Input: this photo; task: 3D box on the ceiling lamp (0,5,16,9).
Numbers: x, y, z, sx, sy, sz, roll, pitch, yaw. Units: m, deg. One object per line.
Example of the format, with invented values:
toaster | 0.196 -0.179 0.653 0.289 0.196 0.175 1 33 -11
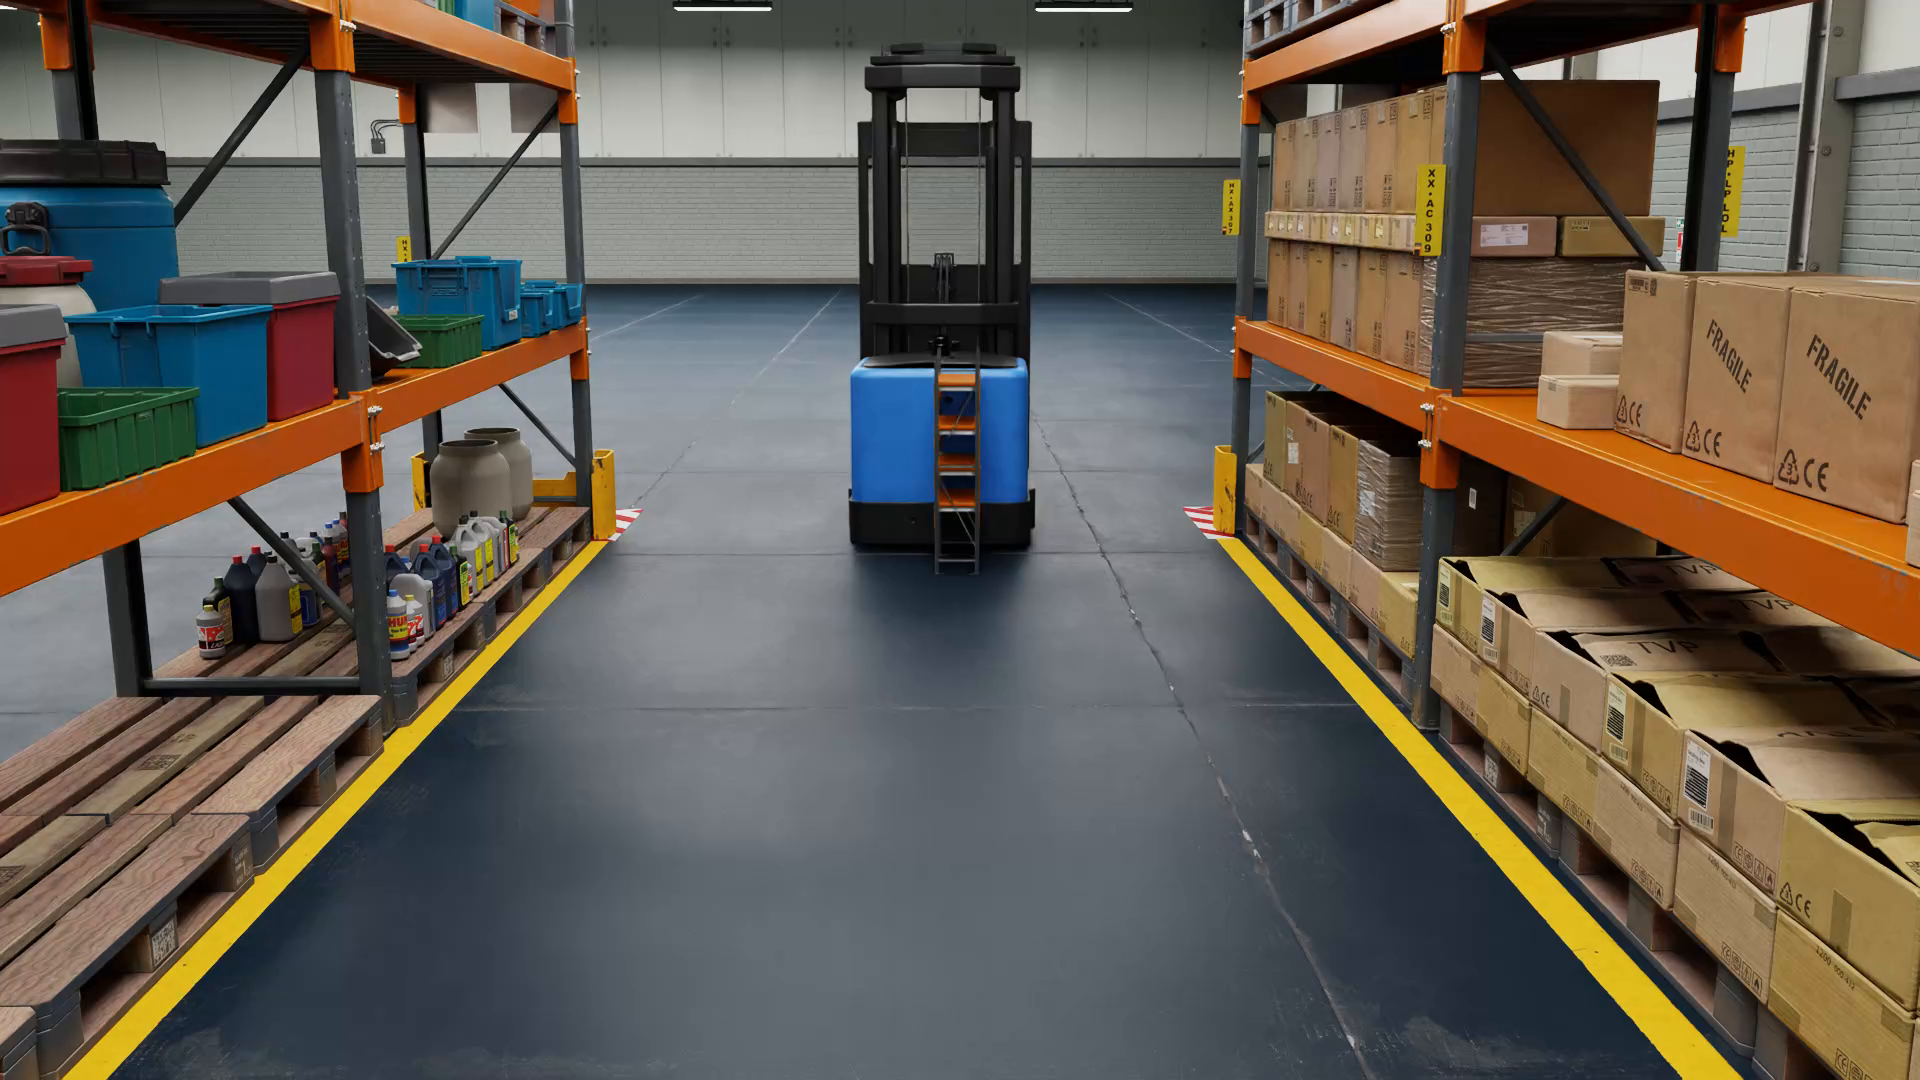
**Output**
ceiling lamp | -19.267 -12.309 33.420 2.000 3.185 0.800 0 11 -1

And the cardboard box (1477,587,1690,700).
cardboard box | 2.033 0.307 5.450 0.500 0.311 0.500 0 11 -2

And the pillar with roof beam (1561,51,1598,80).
pillar with roof beam | 3.466 -6.731 20.604 9.100 9.000 0.400 0 11 -1

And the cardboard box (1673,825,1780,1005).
cardboard box | 2.075 0.888 3.996 0.500 0.250 0.500 0 11 0

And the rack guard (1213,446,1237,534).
rack guard | 2.186 -0.317 10.366 1.175 0.500 0.348 0 11 -1

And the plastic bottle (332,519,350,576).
plastic bottle | -3.033 0.033 8.107 0.097 0.271 0.097 0 11 0

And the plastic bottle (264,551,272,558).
plastic bottle | -3.034 0.195 7.277 0.061 0.283 0.133 1 11 3

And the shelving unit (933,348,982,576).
shelving unit | -0.013 -0.444 9.228 0.258 1.200 0.503 0 11 1

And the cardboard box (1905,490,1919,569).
cardboard box | 2.057 -0.002 3.156 0.380 0.149 0.250 0 11 -1

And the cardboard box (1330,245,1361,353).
cardboard box | 2.218 -1.186 8.110 0.700 0.500 0.500 0 11 1

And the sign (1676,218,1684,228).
sign | 7.964 -3.494 18.314 0.001 0.109 0.331 0 11 -1

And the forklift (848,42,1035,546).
forklift | -1.135 -1.607 8.678 3.137 3.703 7.240 0 11 1

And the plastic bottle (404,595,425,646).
plastic bottle | -2.256 0.327 6.833 0.097 0.201 0.097 0 11 0

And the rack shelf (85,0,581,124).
rack shelf | -2.725 -2.238 7.811 1.077 0.370 4.000 0 11 -1

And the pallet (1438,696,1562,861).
pallet | 2.323 0.770 5.731 1.003 0.211 1.213 0 11 -1

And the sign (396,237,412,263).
sign | -3.316 -1.652 9.963 0.100 0.325 0.005 0 11 -1

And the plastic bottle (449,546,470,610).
plastic bottle | -2.251 0.160 7.452 0.061 0.283 0.133 0 11 1

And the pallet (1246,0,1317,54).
pallet | 2.175 -2.824 9.112 1.003 0.211 1.213 0 11 -1

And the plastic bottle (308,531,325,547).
plastic bottle | -3.027 0.093 7.810 0.097 0.271 0.097 0 11 0

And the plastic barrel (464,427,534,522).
plastic barrel | -2.676 -0.374 9.560 0.421 0.512 0.421 0 11 0

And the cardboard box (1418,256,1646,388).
cardboard box | 2.253 -0.880 6.600 0.700 0.500 0.500 -1 11 -3

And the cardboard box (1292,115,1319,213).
cardboard box | 2.200 -2.015 8.931 0.700 0.500 0.500 -1 11 -3

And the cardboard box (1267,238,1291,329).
cardboard box | 2.183 -1.494 9.627 0.700 0.500 0.500 0 11 -1

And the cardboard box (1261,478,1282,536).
cardboard box | 1.989 -0.189 9.306 0.500 0.250 0.500 0 11 -1

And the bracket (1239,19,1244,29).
bracket | 6.986 -12.643 40.692 0.235 0.232 0.430 0 11 -1

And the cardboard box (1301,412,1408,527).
cardboard box | 2.003 -0.358 8.252 0.500 0.500 0.500 0 11 -1

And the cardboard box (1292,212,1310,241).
cardboard box | 1.994 -1.673 8.881 0.380 0.149 0.250 0 11 -2

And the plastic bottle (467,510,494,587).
plastic bottle | -2.302 0.038 7.881 0.144 0.351 0.185 0 11 1

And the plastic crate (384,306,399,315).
plastic crate | -3.069 -1.210 9.141 0.298 0.136 0.250 0 11 -1

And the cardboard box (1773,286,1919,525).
cardboard box | 2.300 -0.330 3.890 0.500 0.500 0.500 -1 11 -4

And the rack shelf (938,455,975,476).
rack shelf | -0.013 -0.416 9.233 0.221 0.050 0.457 0 11 1

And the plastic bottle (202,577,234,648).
plastic bottle | -3.023 0.298 6.769 0.061 0.283 0.133 0 11 2

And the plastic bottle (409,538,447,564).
plastic bottle | -2.446 0.118 7.679 0.152 0.276 0.135 0 11 -1

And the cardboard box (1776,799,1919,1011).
cardboard box | 2.077 0.713 3.449 0.500 0.311 0.500 0 11 -2

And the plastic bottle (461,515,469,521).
plastic bottle | -2.419 0.012 8.183 0.061 0.283 0.133 0 11 -1

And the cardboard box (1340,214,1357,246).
cardboard box | 2.016 -1.468 7.867 0.380 0.149 0.250 0 11 1

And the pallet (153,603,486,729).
pallet | -2.656 0.510 7.015 1.003 0.211 1.213 0 11 -1

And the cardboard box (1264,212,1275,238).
cardboard box | 1.979 -1.826 9.631 0.380 0.149 0.250 0 11 -2

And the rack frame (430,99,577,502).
rack frame | -2.770 -1.518 9.998 0.949 2.616 0.053 0 11 -1

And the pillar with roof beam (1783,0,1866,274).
pillar with roof beam | 3.590 -5.538 14.725 9.100 9.000 0.400 0 11 -1

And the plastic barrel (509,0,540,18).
plastic barrel | -2.629 -3.308 9.141 0.600 0.830 0.708 0 11 -1

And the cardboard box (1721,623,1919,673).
cardboard box | 2.589 0.406 4.961 0.500 0.311 0.500 0 11 -1

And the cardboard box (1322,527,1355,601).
cardboard box | 2.015 0.109 7.836 0.500 0.250 0.500 0 11 -1

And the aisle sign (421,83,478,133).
aisle sign | -3.061 -2.805 9.804 0.394 0.787 0.004 0 11 -1

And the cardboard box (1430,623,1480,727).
cardboard box | 2.029 0.480 6.006 0.500 0.250 0.500 -1 11 -3

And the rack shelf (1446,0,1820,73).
rack shelf | 2.310 -1.462 3.989 1.077 0.370 4.000 0 11 -1

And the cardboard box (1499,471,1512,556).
cardboard box | 2.554 -0.161 7.283 0.500 0.500 0.500 0 11 -1

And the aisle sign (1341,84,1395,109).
aisle sign | 2.478 -2.826 9.906 0.394 0.787 0.004 0 11 -1

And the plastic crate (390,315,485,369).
plastic crate | -2.429 -0.890 7.435 0.450 0.188 0.662 0 11 -1

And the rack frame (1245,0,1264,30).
rack frame | 2.186 -4.478 9.498 1.000 3.000 0.127 0 11 -1

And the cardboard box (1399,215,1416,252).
cardboard box | 2.038 -1.264 6.862 0.380 0.149 0.250 -1 11 -3

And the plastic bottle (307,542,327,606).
plastic bottle | -2.894 0.158 7.462 0.061 0.283 0.133 0 11 -1

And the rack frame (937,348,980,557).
rack frame | -0.008 -0.492 9.467 0.240 1.200 0.015 0 11 1

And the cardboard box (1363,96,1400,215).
cardboard box | 2.232 -1.716 7.457 0.700 0.500 0.500 0 11 -1

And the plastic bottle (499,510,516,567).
plastic bottle | -2.269 -0.016 8.319 0.061 0.283 0.133 0 11 0

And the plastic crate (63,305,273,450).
plastic crate | -2.350 -0.497 5.005 0.392 0.384 0.575 0 11 -1
